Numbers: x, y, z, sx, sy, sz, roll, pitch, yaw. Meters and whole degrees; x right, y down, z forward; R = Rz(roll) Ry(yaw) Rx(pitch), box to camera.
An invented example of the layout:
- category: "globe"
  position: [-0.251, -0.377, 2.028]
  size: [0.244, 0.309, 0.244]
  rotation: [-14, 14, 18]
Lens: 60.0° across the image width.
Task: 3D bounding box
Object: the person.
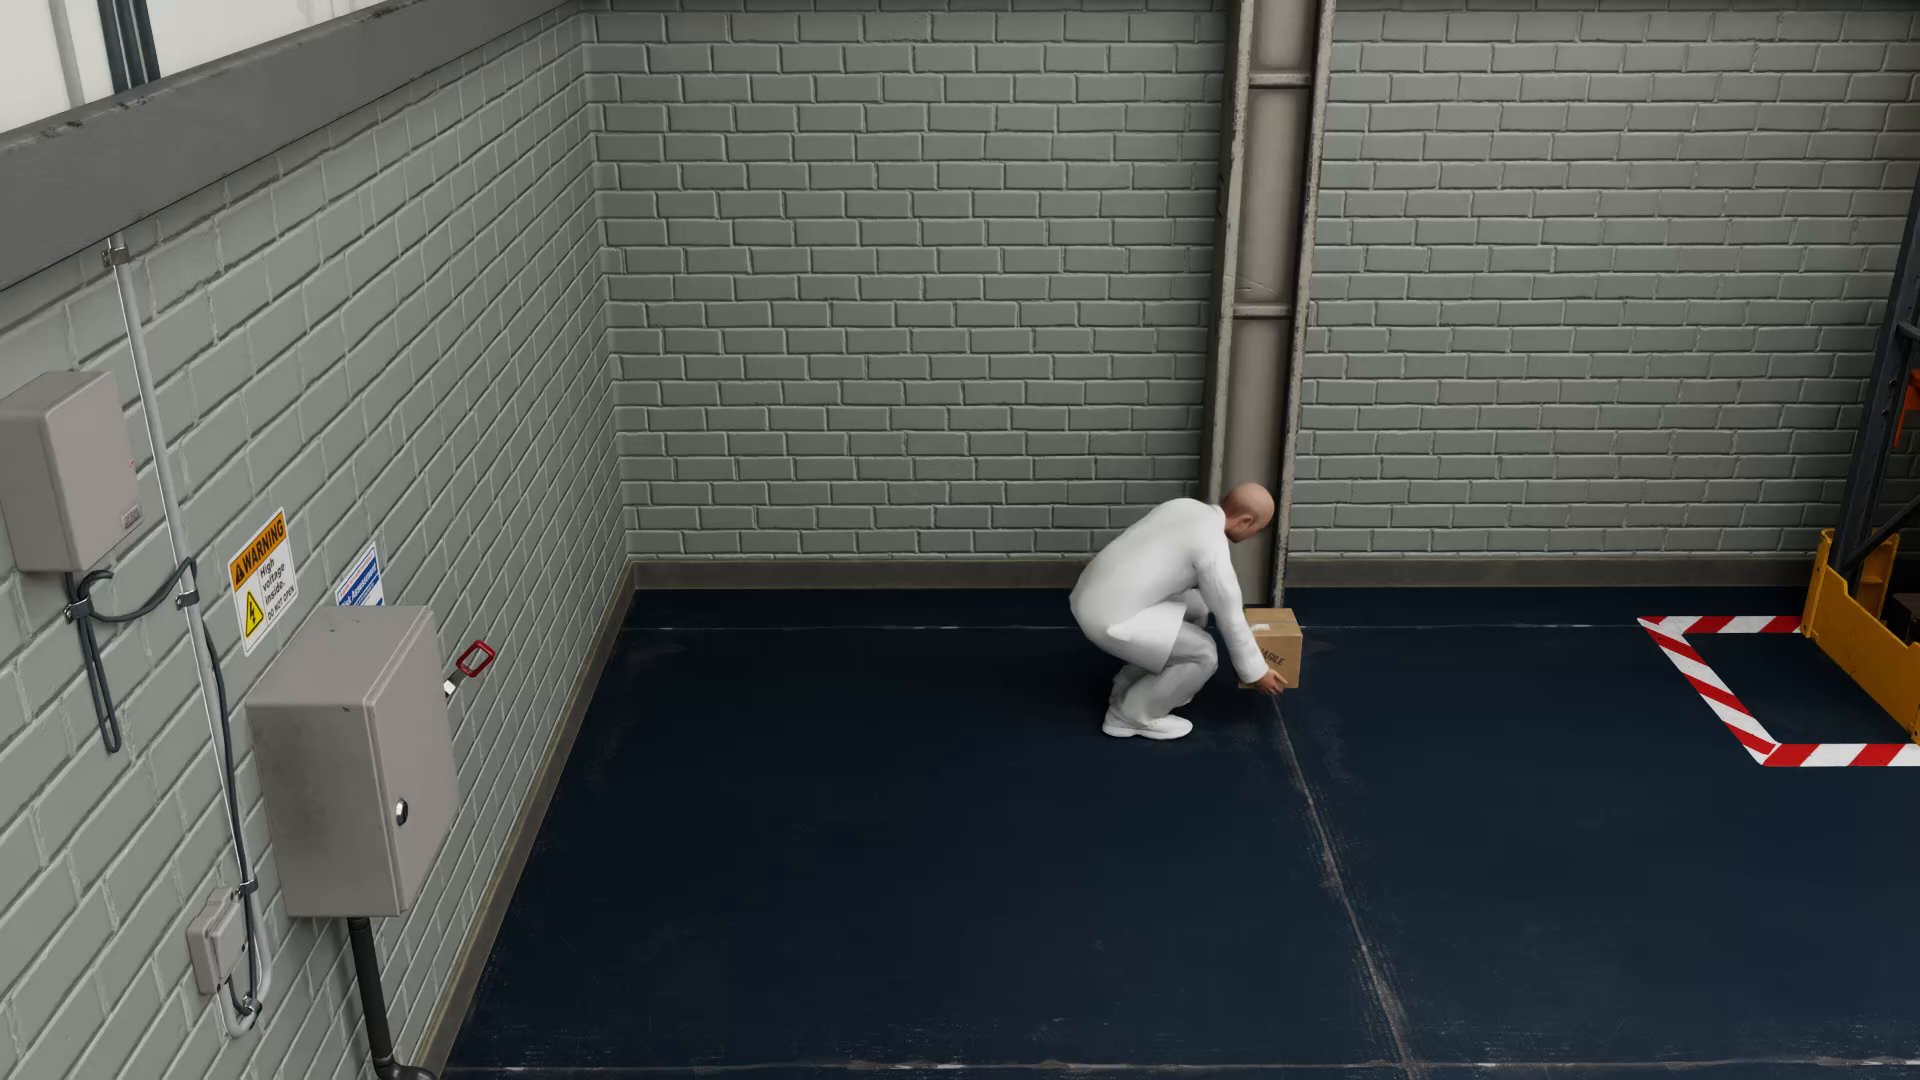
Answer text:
- category: "person"
  position: [0.899, 0.271, 6.913]
  size: [0.895, 1.046, 0.612]
  rotation: [0, 24, -1]
